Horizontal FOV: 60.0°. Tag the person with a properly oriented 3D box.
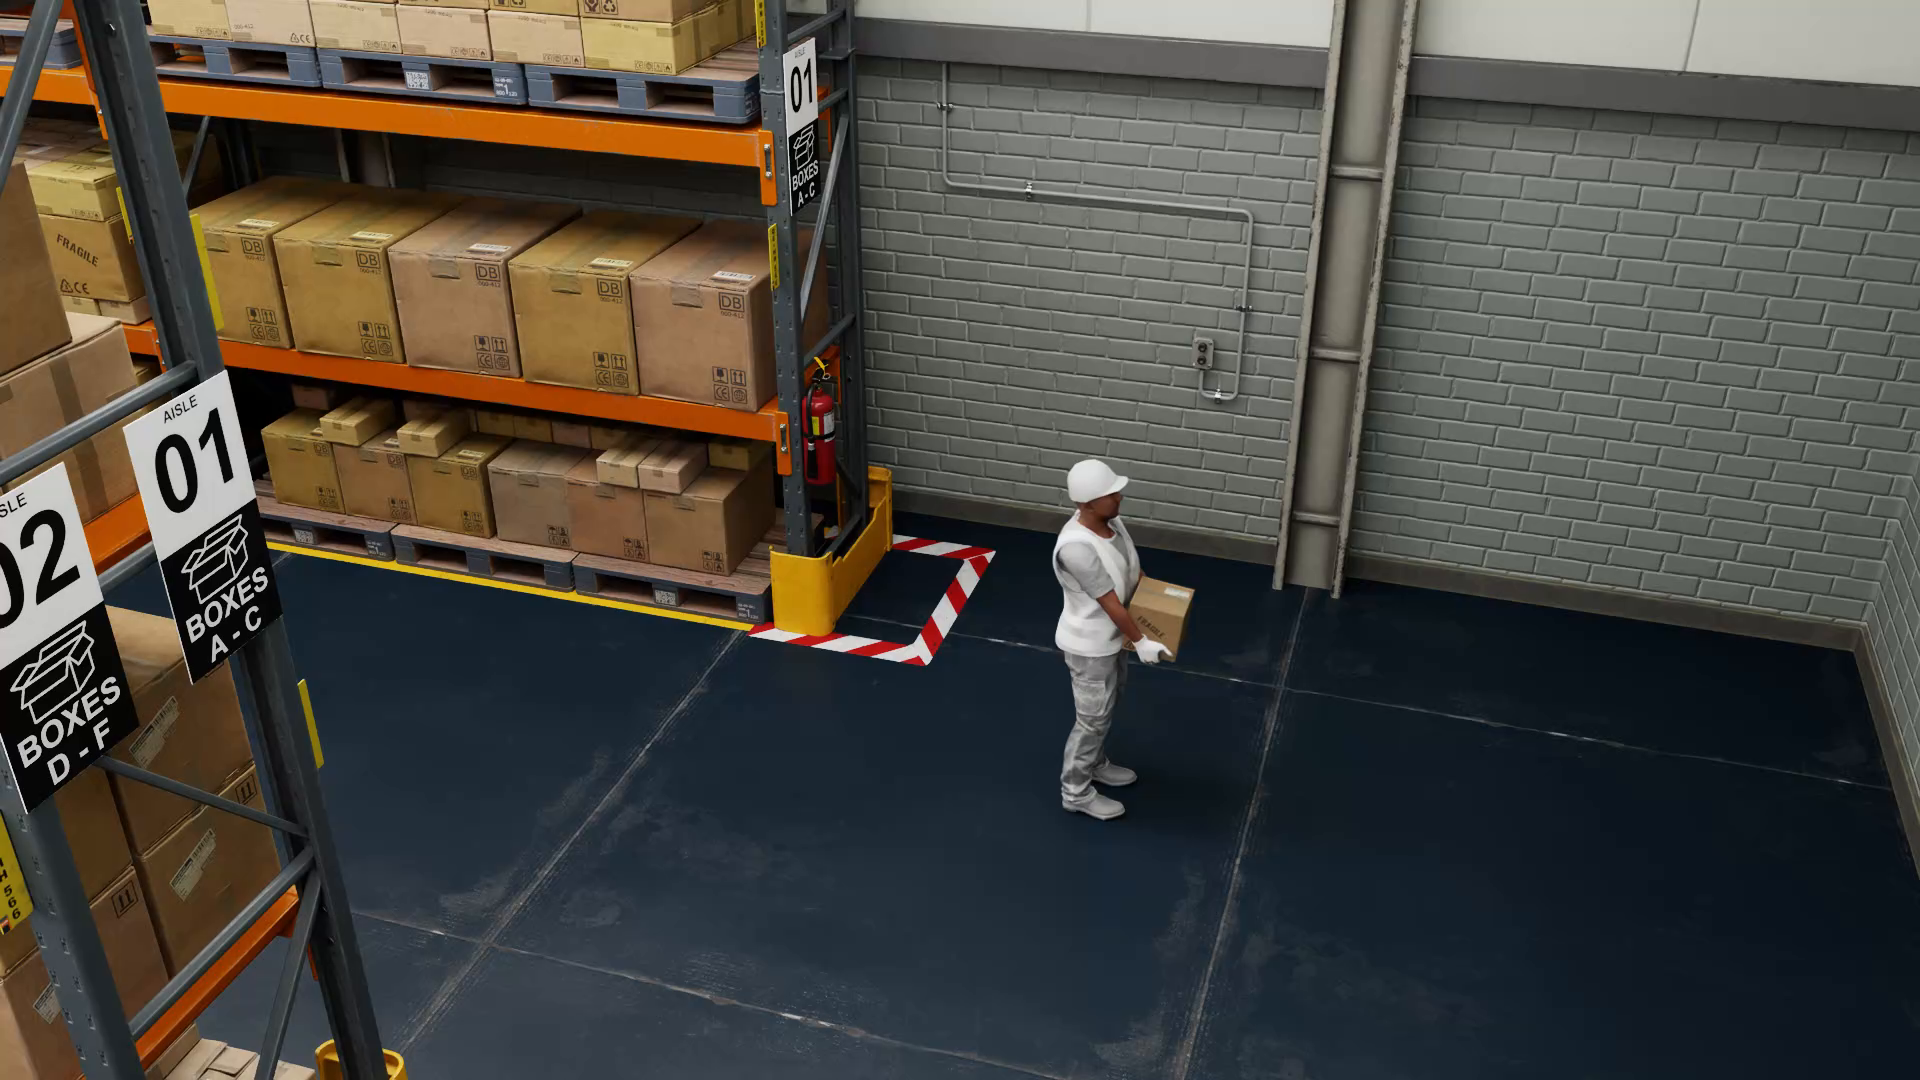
[{"bbox_3d":[0.728,0.461,7.663,0.574,1.778,0.487,9,30,16],"label":"person"}]
